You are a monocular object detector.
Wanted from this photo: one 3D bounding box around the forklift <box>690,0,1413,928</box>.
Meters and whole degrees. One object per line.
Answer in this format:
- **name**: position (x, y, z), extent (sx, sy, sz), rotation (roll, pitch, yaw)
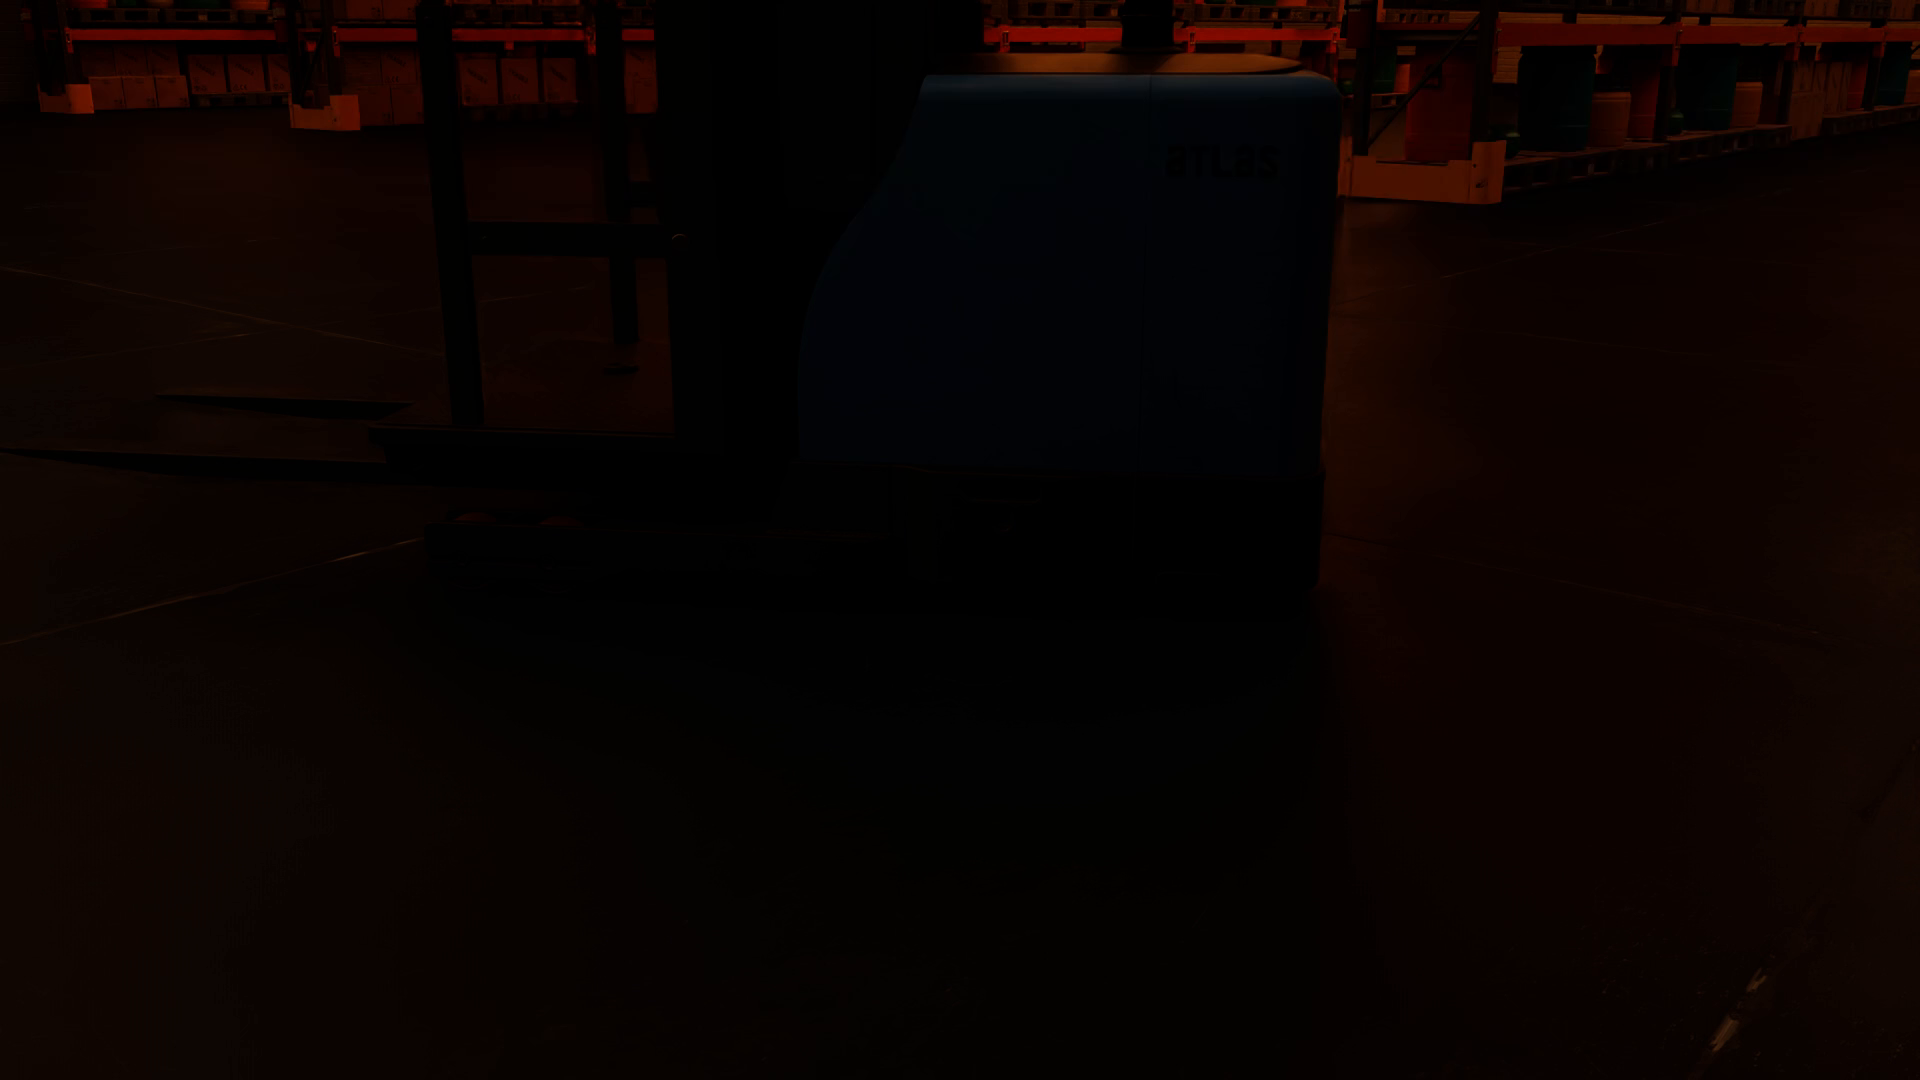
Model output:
- **forklift**: position (0.063, -1.219, 2.910), extent (1.130, 2.935, 3.031), rotation (-1, 17, -4)
